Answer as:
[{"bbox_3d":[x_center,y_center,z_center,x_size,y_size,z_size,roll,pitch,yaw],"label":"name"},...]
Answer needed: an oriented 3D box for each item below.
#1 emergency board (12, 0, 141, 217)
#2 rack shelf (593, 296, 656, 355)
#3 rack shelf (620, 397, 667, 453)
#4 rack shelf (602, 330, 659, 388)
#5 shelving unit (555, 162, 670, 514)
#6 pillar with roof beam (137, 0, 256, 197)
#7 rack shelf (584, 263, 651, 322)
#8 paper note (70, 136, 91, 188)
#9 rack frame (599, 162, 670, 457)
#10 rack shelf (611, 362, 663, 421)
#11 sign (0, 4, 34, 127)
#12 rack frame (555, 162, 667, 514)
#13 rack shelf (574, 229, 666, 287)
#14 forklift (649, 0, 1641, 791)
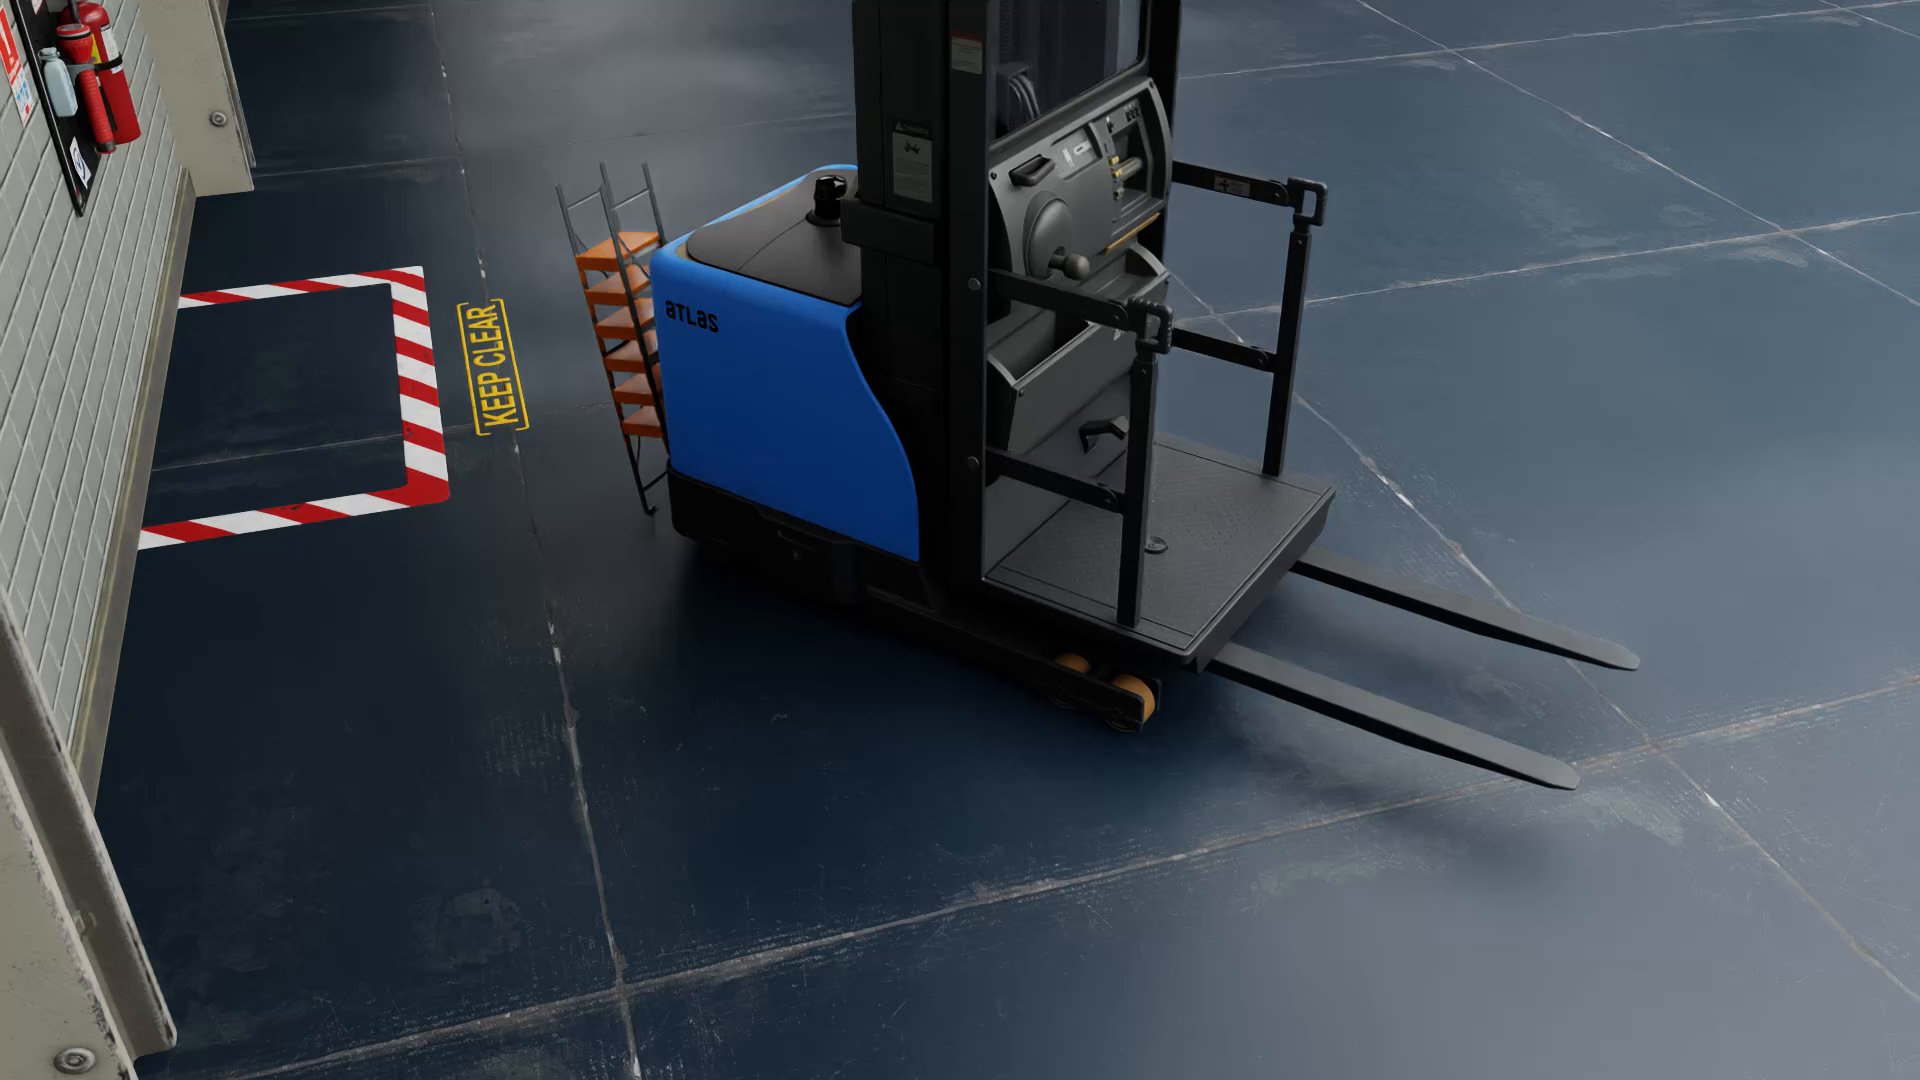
[{"bbox_3d":[-3.073,-1.797,5.749,0.194,1.169,0.643,-10,35,-15],"label":"emergency board"},{"bbox_3d":[-1.079,-0.725,5.610,0.180,0.103,0.258,8,33,29],"label":"rack shelf"},{"bbox_3d":[-1.025,-0.413,5.781,0.180,0.103,0.258,8,33,29],"label":"rack shelf"},{"bbox_3d":[-1.061,-0.621,5.667,0.180,0.103,0.258,8,33,29],"label":"rack shelf"},{"bbox_3d":[-1.067,-0.660,5.645,0.189,1.200,0.258,8,33,29],"label":"shelving unit"},{"bbox_3d":[0.309,-6.328,7.164,9.100,9.000,0.400,-10,35,-15],"label":"pillar with roof beam"},{"bbox_3d":[-1.096,-0.829,5.552,0.180,0.103,0.258,8,33,29],"label":"rack shelf"},{"bbox_3d":[-3.085,-1.325,5.834,0.016,0.148,0.142,-10,35,-15],"label":"paper note"},{"bbox_3d":[-0.988,-0.649,5.601,0.006,1.200,0.240,8,33,29],"label":"rack frame"},{"bbox_3d":[-1.043,-0.517,5.724,0.180,0.103,0.258,8,33,29],"label":"rack shelf"},{"bbox_3d":[-3.002,-1.505,5.274,0.001,0.329,0.234,-10,35,-15],"label":"sign"},{"bbox_3d":[-1.146,-0.671,5.690,0.006,1.200,0.240,8,33,29],"label":"rack frame"},{"bbox_3d":[-1.114,-0.933,5.495,0.180,0.103,0.258,8,33,29],"label":"rack shelf"},{"bbox_3d":[0.528,-0.994,4.595,3.031,2.935,1.130,20,38,27],"label":"forklift"}]
